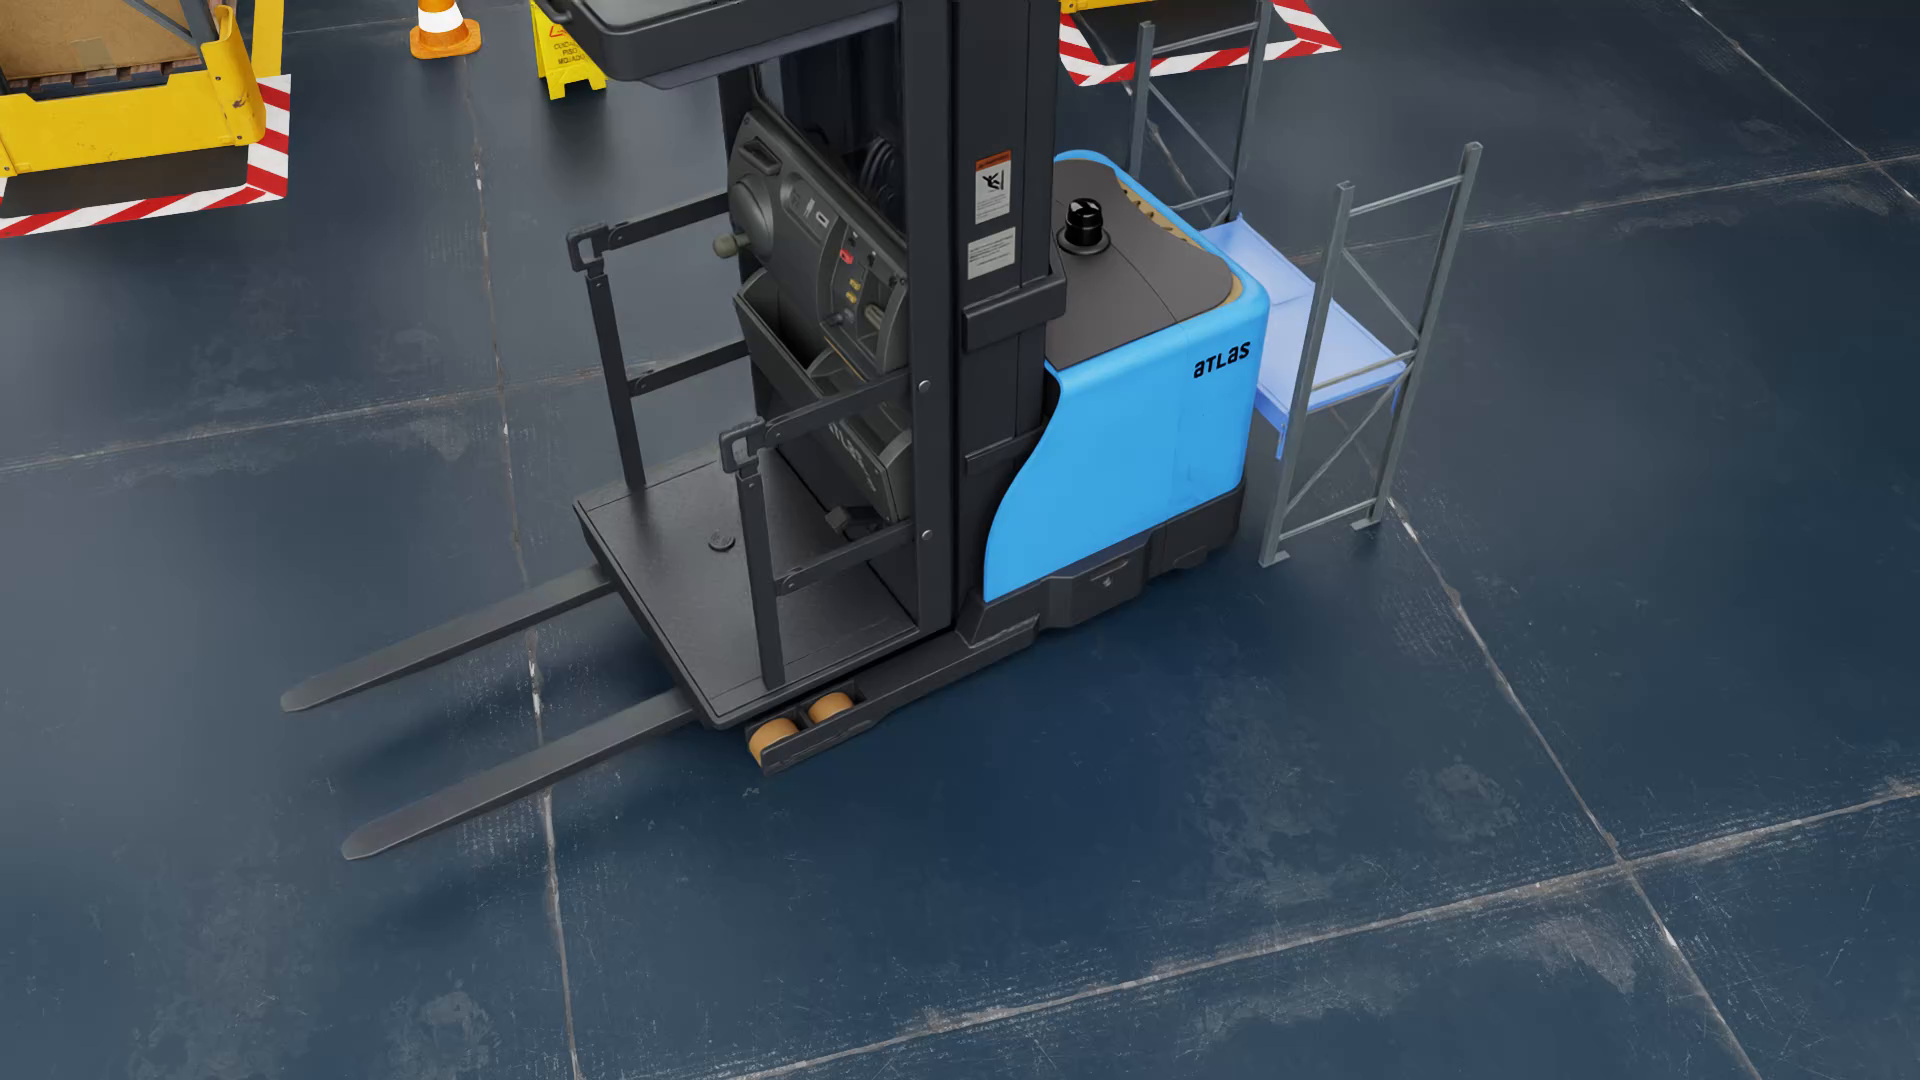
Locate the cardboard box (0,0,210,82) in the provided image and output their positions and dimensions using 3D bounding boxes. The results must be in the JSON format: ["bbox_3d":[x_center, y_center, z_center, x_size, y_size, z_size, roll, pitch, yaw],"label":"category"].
[{"bbox_3d":[-3.995,-2.734,7.523,0.875,0.875,0.875,-10,47,-10],"label":"cardboard box"}]

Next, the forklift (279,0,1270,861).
[{"bbox_3d":[-0.574,-0.756,4.439,3.031,2.935,1.130,-24,50,-21],"label":"forklift"}]

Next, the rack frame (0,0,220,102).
[{"bbox_3d":[-3.757,-2.875,6.467,1.000,3.000,0.127,-11,47,-10],"label":"rack frame"}]

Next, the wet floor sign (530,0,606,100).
[{"bbox_3d":[-1.836,-2.393,7.643,0.267,0.644,0.232,-18,48,-17],"label":"wet floor sign"}]

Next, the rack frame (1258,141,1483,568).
[{"bbox_3d":[1.255,-0.525,5.207,0.500,1.500,0.032,-20,49,-20],"label":"rack frame"}]

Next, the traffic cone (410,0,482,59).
[{"bbox_3d":[-2.520,-2.613,7.987,0.336,0.463,0.334,-11,47,-10],"label":"traffic cone"}]

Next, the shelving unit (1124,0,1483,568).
[{"bbox_3d":[1.016,-0.845,5.521,0.538,1.500,1.048,-20,49,-20],"label":"shelving unit"}]

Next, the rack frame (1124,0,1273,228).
[{"bbox_3d":[0.777,-1.165,5.835,0.500,1.500,0.032,-20,49,-20],"label":"rack frame"}]

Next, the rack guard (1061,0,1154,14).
[{"bbox_3d":[0.983,-3.027,8.367,1.175,0.500,0.348,-11,47,-10],"label":"rack guard"}]

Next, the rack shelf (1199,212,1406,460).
[{"bbox_3d":[1.013,-0.718,5.648,0.538,0.185,1.000,-20,49,-20],"label":"rack shelf"}]

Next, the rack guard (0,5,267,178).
[{"bbox_3d":[-3.751,-1.983,7.344,1.175,0.500,0.348,-11,47,-10],"label":"rack guard"}]

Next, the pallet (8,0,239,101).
[{"bbox_3d":[-4.037,-2.436,7.990,1.003,0.211,1.213,-11,47,-10],"label":"pallet"}]
